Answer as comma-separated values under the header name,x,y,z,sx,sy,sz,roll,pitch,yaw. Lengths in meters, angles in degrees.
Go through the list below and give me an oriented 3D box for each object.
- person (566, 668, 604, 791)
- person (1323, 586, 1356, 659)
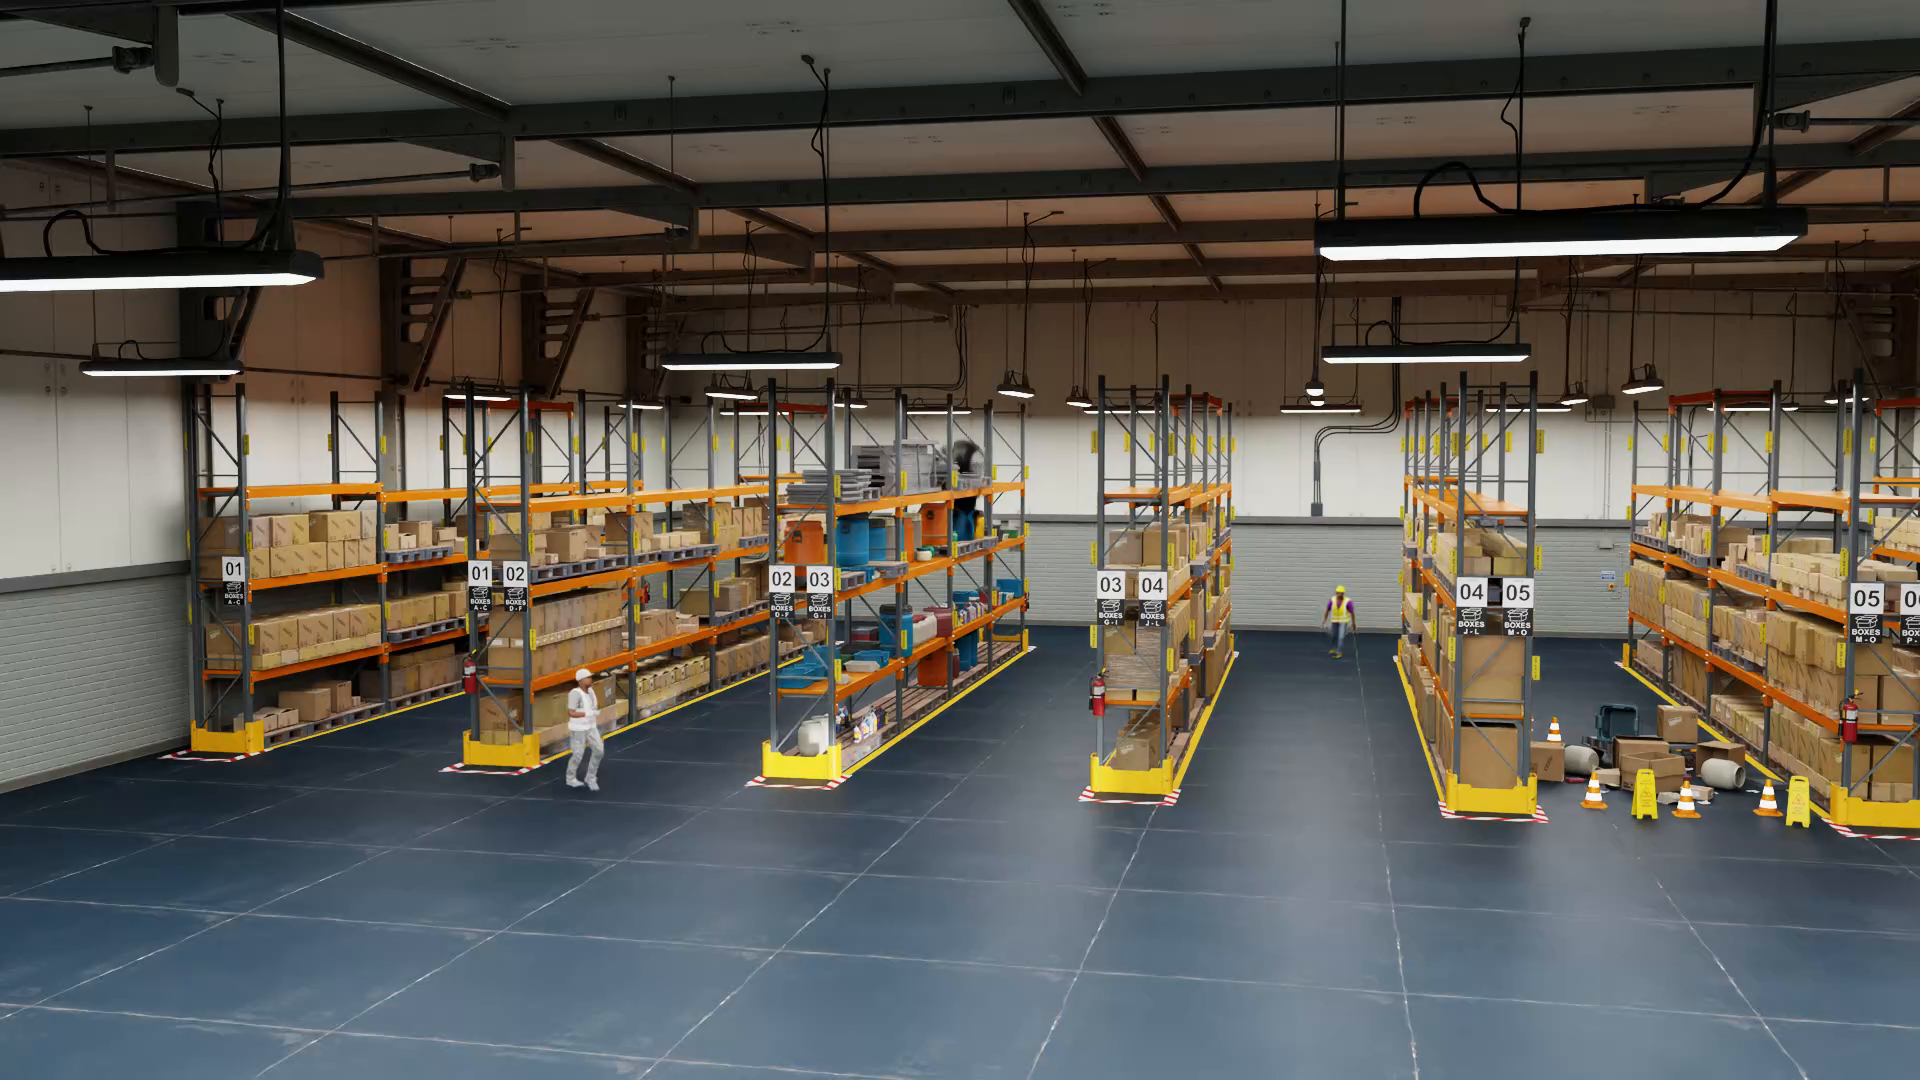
name,x,y,z,sx,sy,sz,roll,pitch,yaw
person,-5.438,2.767,23.982,0.715,1.834,0.649,2,4,28
person,8.964,1.922,39.160,0.763,1.697,0.793,1,4,23
